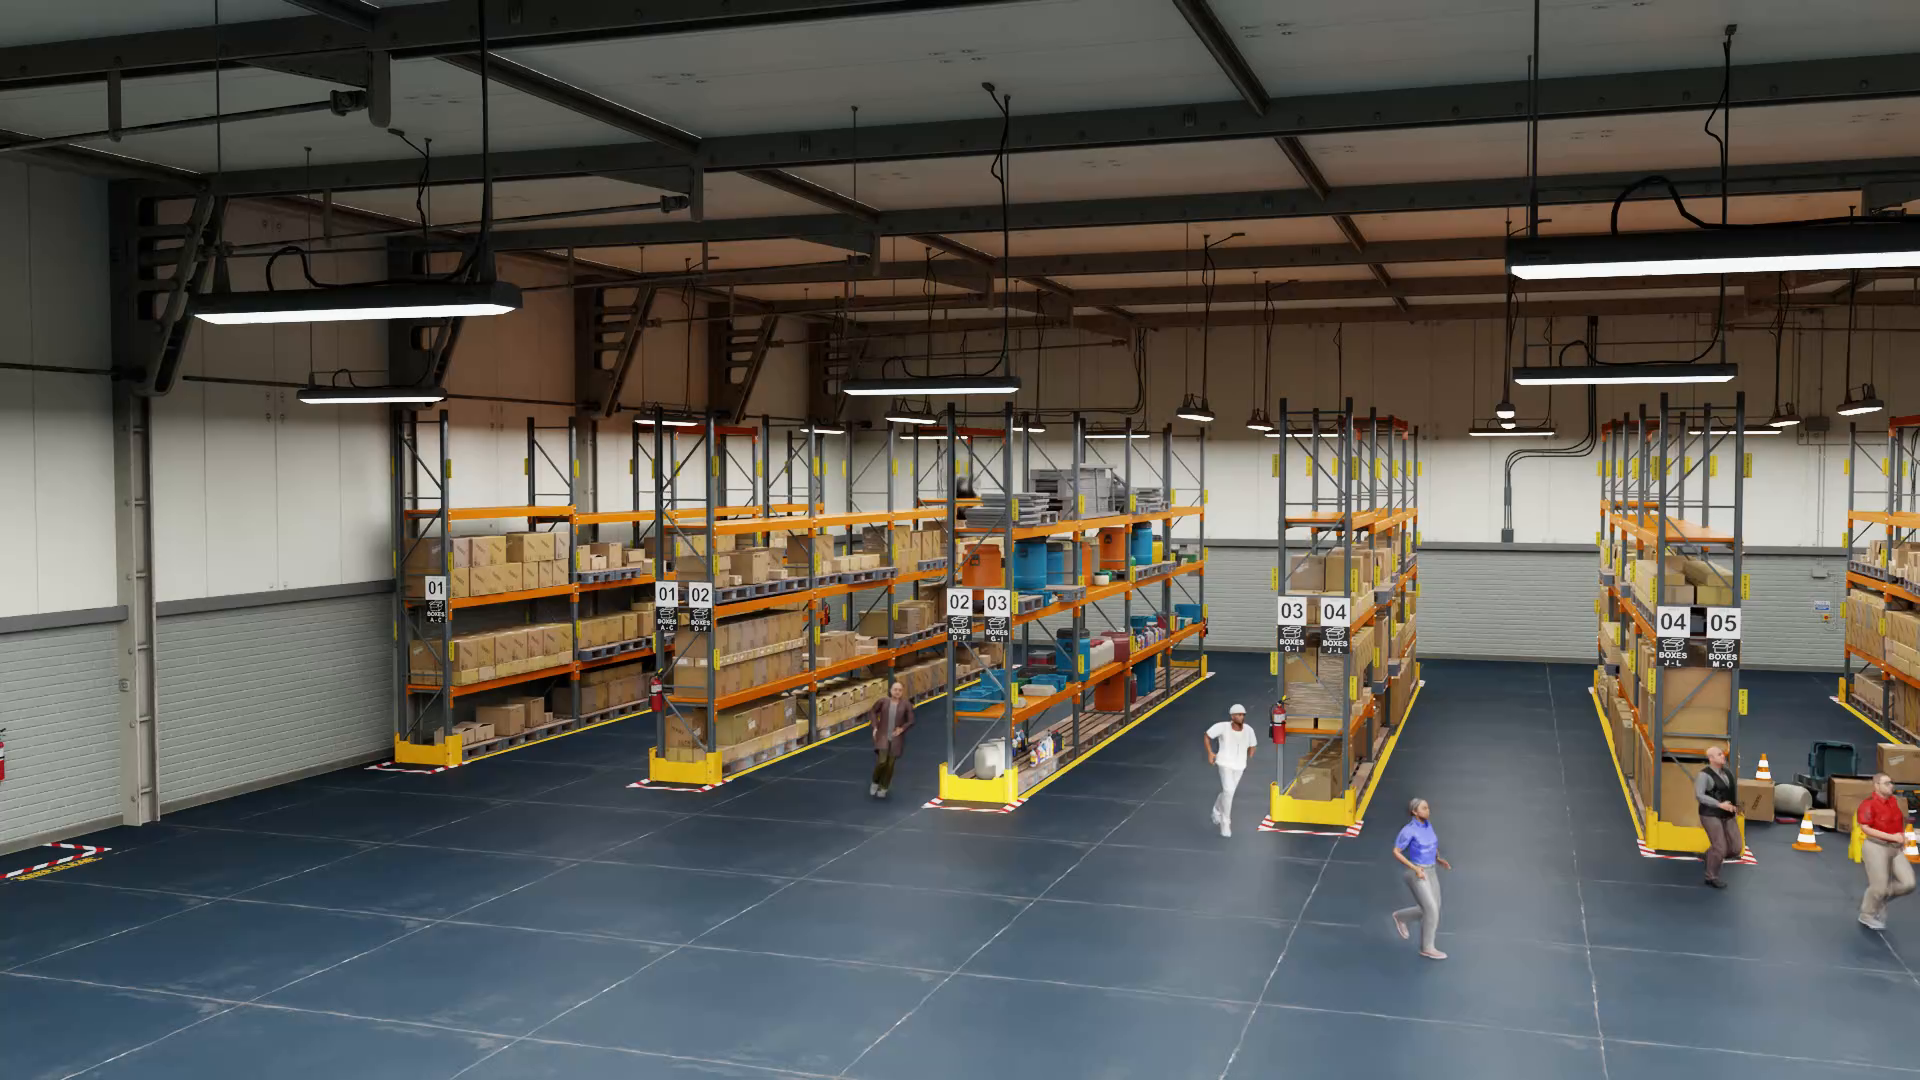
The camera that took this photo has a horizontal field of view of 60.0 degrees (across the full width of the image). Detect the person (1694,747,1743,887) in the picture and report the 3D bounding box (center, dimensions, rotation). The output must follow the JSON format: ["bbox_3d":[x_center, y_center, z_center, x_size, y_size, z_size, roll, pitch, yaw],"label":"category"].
[{"bbox_3d":[9.062,3.306,19.863,0.676,1.673,0.595,-1,3,-24],"label":"person"}]

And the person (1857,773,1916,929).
[{"bbox_3d":[10.049,3.382,18.006,0.651,1.682,0.603,-1,3,-22],"label":"person"}]

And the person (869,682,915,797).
[{"bbox_3d":[-1.033,3.045,25.351,0.702,1.744,0.636,0,2,-4],"label":"person"}]

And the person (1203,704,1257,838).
[{"bbox_3d":[3.759,3.158,23.016,0.687,1.791,0.835,-1,3,-19],"label":"person"}]

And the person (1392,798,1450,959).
[{"bbox_3d":[4.711,3.458,17.141,0.581,1.608,0.700,-2,3,-41],"label":"person"}]
